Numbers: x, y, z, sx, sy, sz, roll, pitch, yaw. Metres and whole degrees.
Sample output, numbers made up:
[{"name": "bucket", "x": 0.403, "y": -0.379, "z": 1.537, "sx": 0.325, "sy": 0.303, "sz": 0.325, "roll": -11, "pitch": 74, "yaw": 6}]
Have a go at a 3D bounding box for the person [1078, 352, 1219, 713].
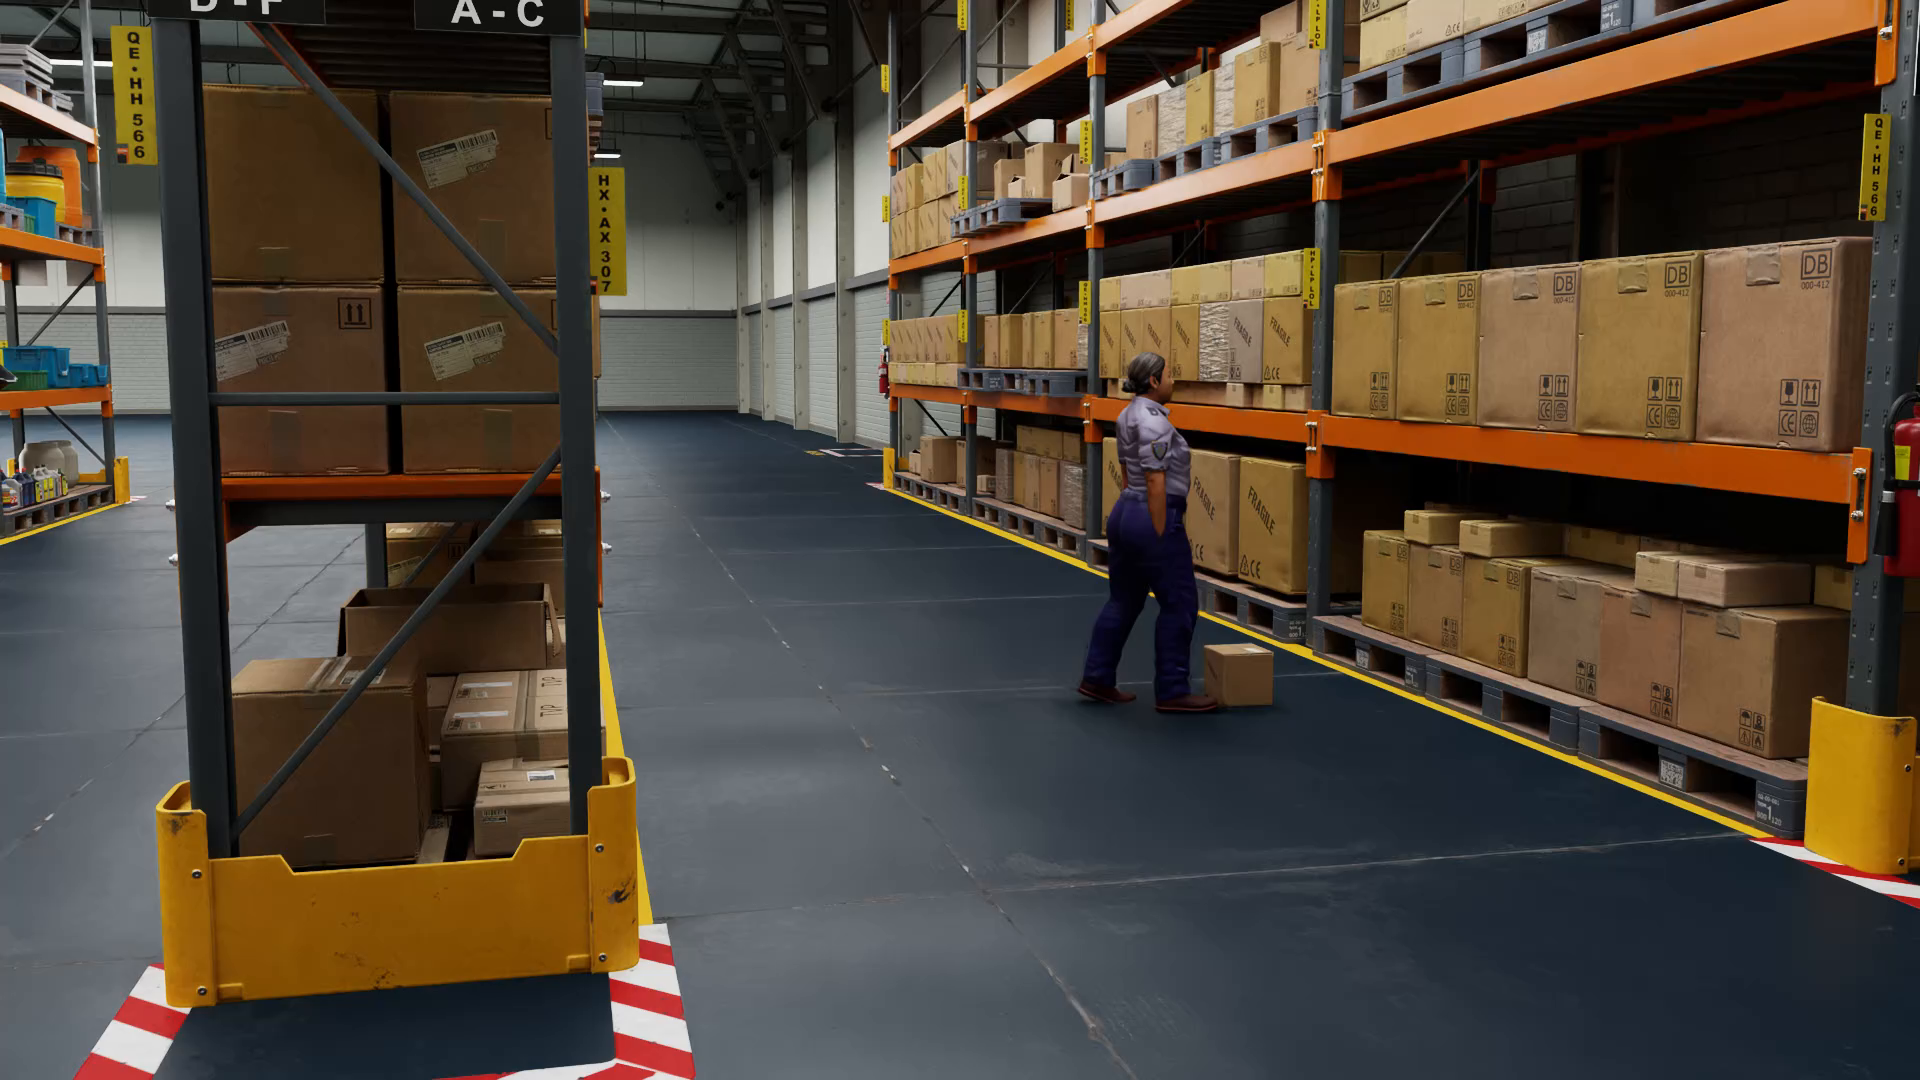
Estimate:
[{"name": "person", "x": 0.870, "y": -0.028, "z": 7.654, "sx": 0.578, "sy": 1.667, "sz": 0.476, "roll": -1, "pitch": 6, "yaw": -13}]
